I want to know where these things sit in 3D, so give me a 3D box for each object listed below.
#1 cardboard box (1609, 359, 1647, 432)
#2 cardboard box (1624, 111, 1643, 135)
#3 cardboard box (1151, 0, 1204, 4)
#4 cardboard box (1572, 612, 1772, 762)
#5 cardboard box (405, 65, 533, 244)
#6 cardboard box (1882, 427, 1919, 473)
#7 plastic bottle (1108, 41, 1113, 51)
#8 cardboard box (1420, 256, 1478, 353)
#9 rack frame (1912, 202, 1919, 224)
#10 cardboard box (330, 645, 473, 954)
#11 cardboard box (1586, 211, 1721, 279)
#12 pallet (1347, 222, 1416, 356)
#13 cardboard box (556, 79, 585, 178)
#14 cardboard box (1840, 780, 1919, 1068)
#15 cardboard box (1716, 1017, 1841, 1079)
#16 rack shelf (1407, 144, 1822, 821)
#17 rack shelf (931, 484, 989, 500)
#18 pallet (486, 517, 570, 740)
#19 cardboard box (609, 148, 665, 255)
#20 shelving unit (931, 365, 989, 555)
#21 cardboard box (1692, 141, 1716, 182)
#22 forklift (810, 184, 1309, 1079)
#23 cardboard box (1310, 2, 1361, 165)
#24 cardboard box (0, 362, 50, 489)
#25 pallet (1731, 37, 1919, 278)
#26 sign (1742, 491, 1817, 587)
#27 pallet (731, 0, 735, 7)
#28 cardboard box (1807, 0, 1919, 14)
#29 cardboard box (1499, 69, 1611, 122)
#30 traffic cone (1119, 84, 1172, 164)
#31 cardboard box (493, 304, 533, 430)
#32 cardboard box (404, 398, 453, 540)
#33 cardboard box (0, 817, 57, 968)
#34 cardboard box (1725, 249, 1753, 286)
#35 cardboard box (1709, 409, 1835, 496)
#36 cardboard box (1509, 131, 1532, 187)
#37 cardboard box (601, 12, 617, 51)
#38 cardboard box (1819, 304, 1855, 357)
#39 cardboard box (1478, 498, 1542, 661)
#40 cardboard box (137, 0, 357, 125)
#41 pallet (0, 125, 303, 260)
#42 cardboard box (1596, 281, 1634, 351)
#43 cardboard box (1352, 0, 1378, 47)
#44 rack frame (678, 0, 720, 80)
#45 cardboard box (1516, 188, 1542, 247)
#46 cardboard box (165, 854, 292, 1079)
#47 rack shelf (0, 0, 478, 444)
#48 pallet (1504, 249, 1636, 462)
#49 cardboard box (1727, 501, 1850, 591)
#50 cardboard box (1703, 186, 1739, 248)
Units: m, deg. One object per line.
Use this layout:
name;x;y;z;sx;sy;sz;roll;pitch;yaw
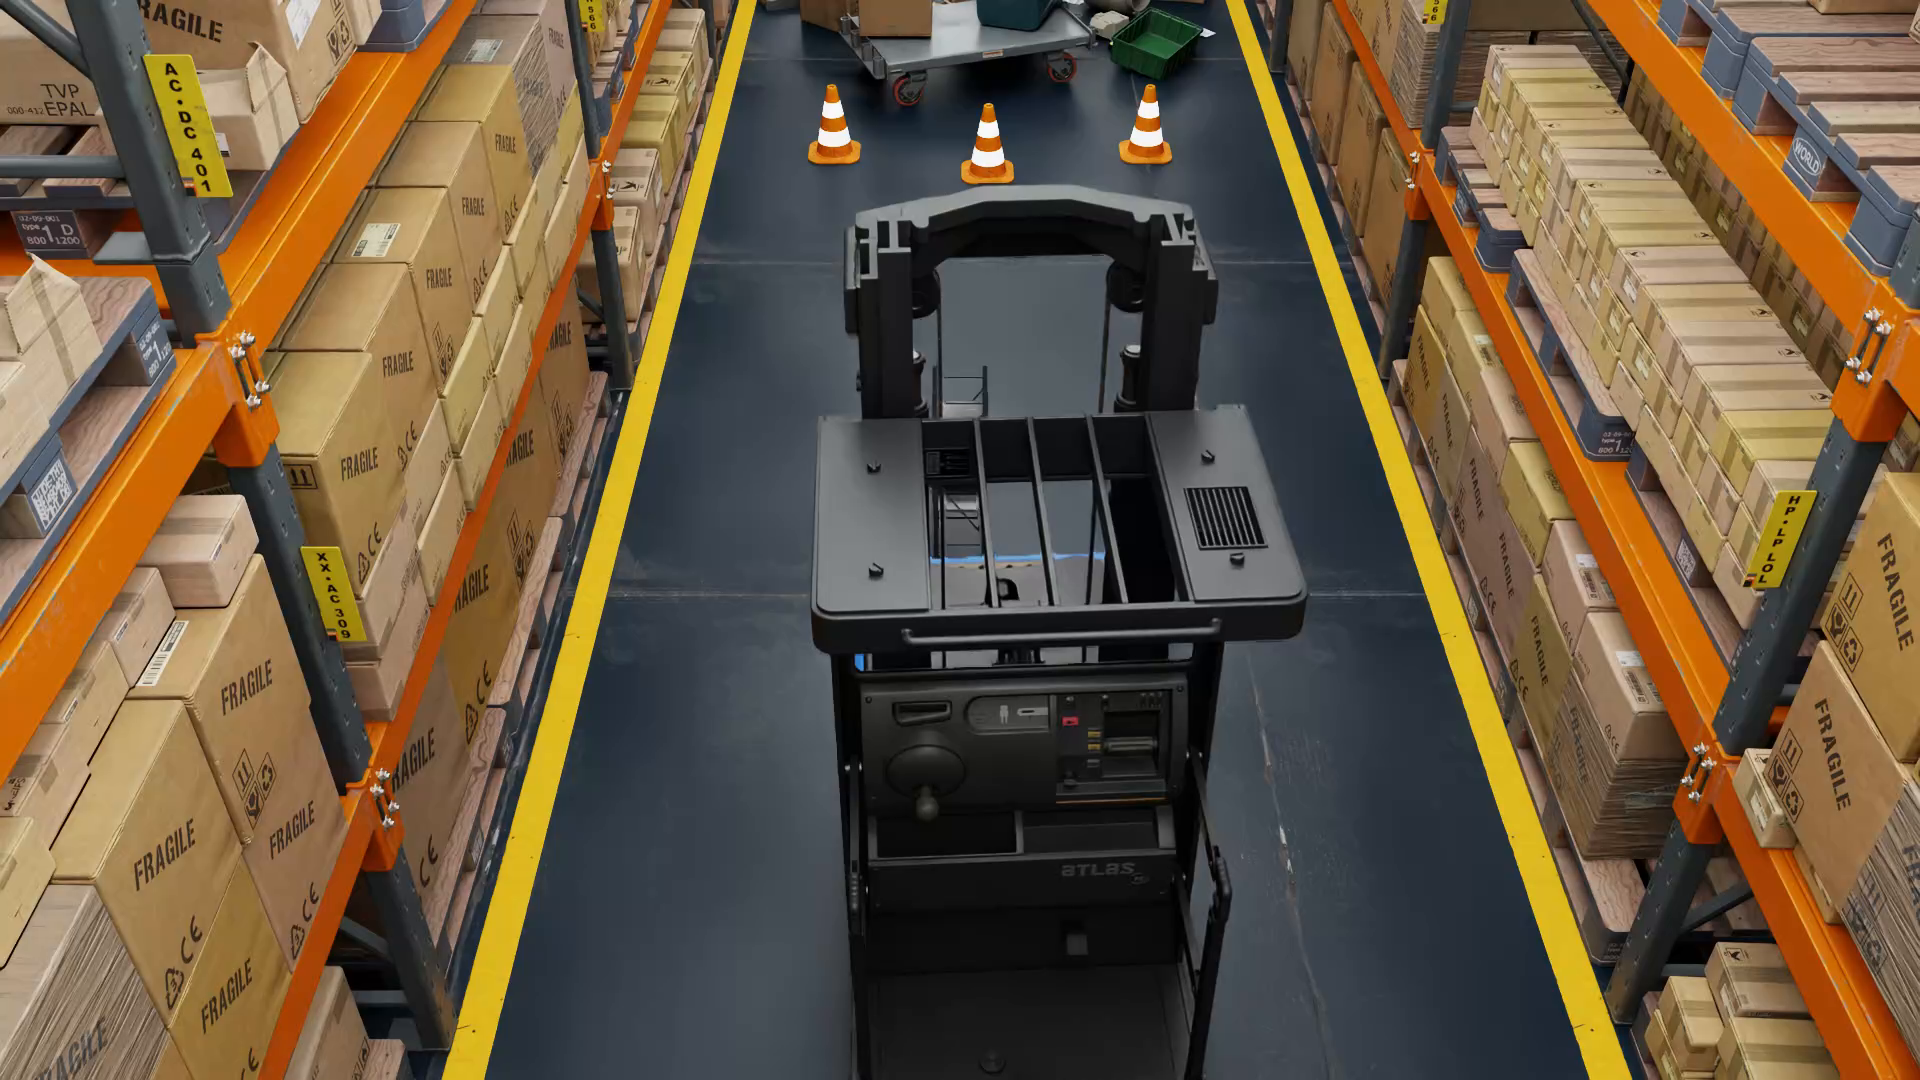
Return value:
cardboard box;2.530;-0.514;5.857;0.380;0.149;0.250;-2;39;-2
cardboard box;3.189;-1.810;7.474;0.380;0.149;0.250;1;39;1
cardboard box;1.697;-4.549;13.025;0.500;0.500;0.500;6;39;8
cardboard box;2.480;0.503;5.787;0.500;0.250;0.500;-1;39;-1
cardboard box;-1.956;-1.460;6.293;0.500;0.500;0.500;0;39;0
cardboard box;3.190;-0.303;5.356;0.380;0.149;0.250;1;39;1
plastic bottle;1.215;-3.578;12.166;0.133;0.061;0.283;-20;43;-23
cardboard box;2.488;-1.102;7.789;0.500;0.250;0.500;-2;39;-2
rack frame;2.734;-1.892;2.914;1.000;3.000;0.127;0;39;0
cardboard box;-2.297;0.794;5.724;0.875;0.875;0.875;1;39;1
cardboard box;2.536;-1.083;6.092;0.380;0.149;0.250;-1;39;-1
pallet;2.804;-1.457;9.399;1.003;0.211;1.213;0;39;0
cardboard box;-1.966;-1.819;7.341;0.500;0.250;0.500;0;39;0
cardboard box;2.490;0.914;3.893;0.500;0.500;0.500;0;39;0
cardboard box;2.468;1.554;4.881;0.380;0.149;0.250;2;39;2
rack shelf;2.732;-0.520;6.576;1.077;0.370;4.000;0;39;0
rack shelf;0.000;-0.250;7.539;0.258;0.077;0.200;0;39;0
pallet;-2.297;0.357;7.136;1.003;0.211;1.213;0;39;0
cardboard box;-2.220;-1.938;9.536;0.950;0.372;0.625;-1;39;-1
shelving unit;0.000;-0.346;7.462;0.258;0.900;0.210;0;39;0
cardboard box;3.191;-1.556;6.682;0.380;0.149;0.250;1;39;1
forklift;0.198;0.665;4.577;1.130;2.935;3.031;-2;39;-2
cardboard box;2.813;-2.848;10.368;1.050;0.750;0.750;0;39;0
cardboard box;-1.895;-0.195;2.981;0.380;0.149;0.250;1;39;1
pallet;2.840;-1.034;4.393;1.213;0.211;1.003;0;39;0
sign;2.179;0.000;4.425;0.100;0.325;0.005;0;39;0
pallet;-2.266;-4.583;13.300;1.003;0.211;1.213;0;39;0
cardboard box;2.863;-1.891;4.894;0.797;0.503;0.637;-1;39;-1
cardboard box;2.539;-1.893;7.102;0.380;0.149;0.250;-1;39;-1
traffic cone;1.216;-2.724;10.779;0.336;0.463;0.334;0;39;0
cardboard box;-1.931;-0.657;6.291;0.500;0.250;0.500;-1;39;-1
cardboard box;-1.963;-0.222;5.348;0.500;0.250;0.500;1;39;1
cardboard box;-1.961;0.662;3.127;0.380;0.149;0.250;0;39;0
cardboard box;3.186;-1.007;6.474;0.380;0.149;0.250;1;39;1
cardboard box;2.537;-0.267;5.074;0.380;0.149;0.250;-1;39;-1
cardboard box;2.535;-1.595;6.969;0.380;0.149;0.250;-1;39;-1
cardboard box;-1.956;-2.602;8.464;0.380;0.149;0.250;-2;39;-3
cardboard box;3.191;-0.746;5.672;0.380;0.149;0.250;0;39;0
cardboard box;2.485;0.157;6.819;0.500;0.500;0.500;-1;39;-1
cardboard box;-1.927;-1.408;4.294;0.500;0.500;0.500;-1;39;-1
pallet;-2.266;-1.153;4.544;0.805;0.209;1.217;-1;39;-2
cardboard box;2.531;-0.805;5.984;0.380;0.149;0.250;0;39;0
cardboard box;2.461;-2.997;9.011;0.500;0.500;0.500;-1;39;-1
rack frame;-2.225;-4.487;10.950;1.000;3.000;0.127;0;39;0
cardboard box;2.531;-1.332;6.879;0.380;0.149;0.250;2;39;2
cardboard box;-1.954;1.089;3.913;0.500;0.500;0.500;-1;39;-1
rack shelf;-2.218;-1.624;5.555;1.077;0.370;4.000;0;39;0
pallet;2.772;-0.739;6.427;1.003;0.211;1.213;0;39;0
cardboard box;2.536;0.019;4.955;0.380;0.149;0.250;1;39;1
cardboard box;3.188;-1.282;6.578;0.380;0.149;0.250;0;39;0
